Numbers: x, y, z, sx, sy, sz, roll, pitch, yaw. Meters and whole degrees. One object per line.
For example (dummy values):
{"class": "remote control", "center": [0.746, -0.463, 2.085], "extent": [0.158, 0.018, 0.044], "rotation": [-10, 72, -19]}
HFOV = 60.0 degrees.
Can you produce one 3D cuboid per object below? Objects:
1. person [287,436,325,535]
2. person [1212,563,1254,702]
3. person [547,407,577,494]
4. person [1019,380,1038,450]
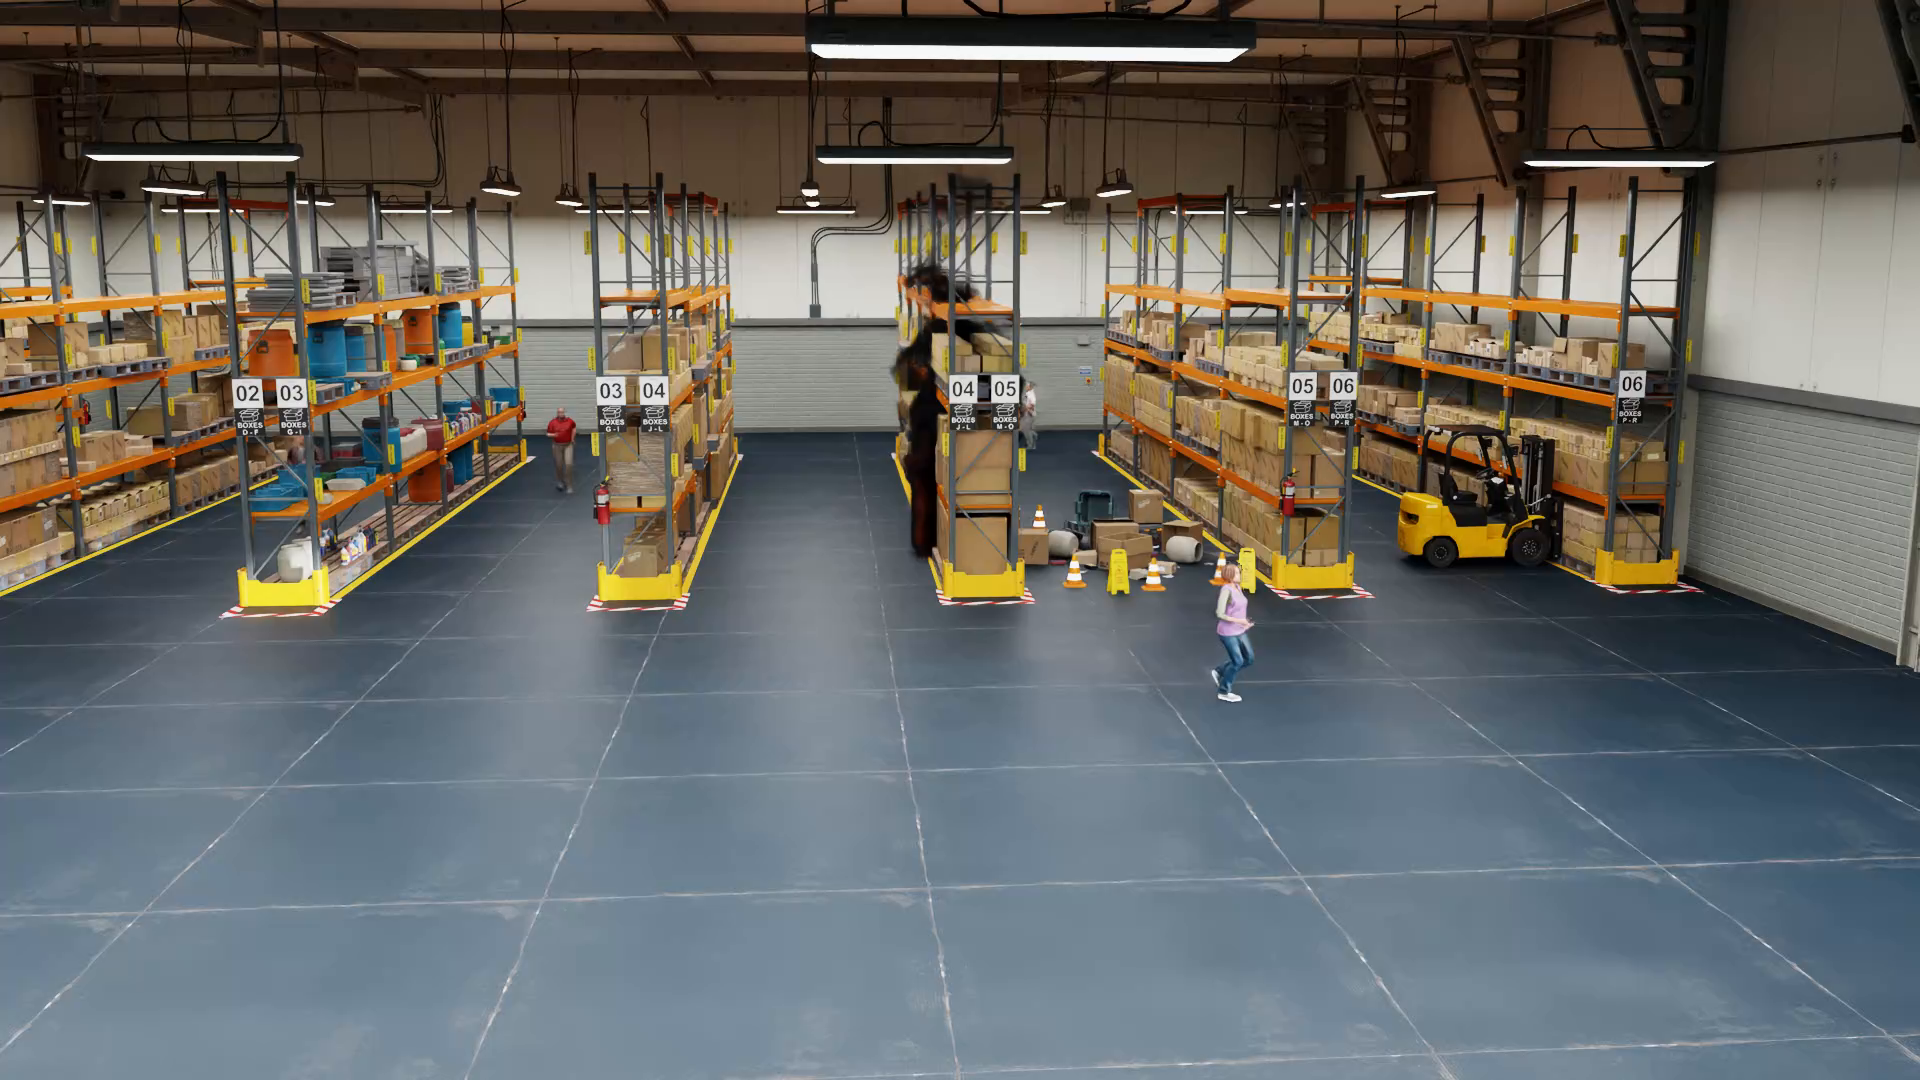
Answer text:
{"class": "person", "center": [-11.547, -1.044, 29.341], "extent": [0.700, 1.761, 1.066], "rotation": [-1, 10, -8]}
{"class": "person", "center": [3.027, 1.026, 18.409], "extent": [0.551, 1.553, 0.530], "rotation": [6, 12, 32]}
{"class": "person", "center": [-8.203, -1.859, 34.307], "extent": [0.603, 1.786, 0.860], "rotation": [-2, 10, -12]}
{"class": "person", "center": [1.675, -3.109, 41.344], "extent": [0.599, 1.737, 0.660], "rotation": [-1, 10, -8]}
